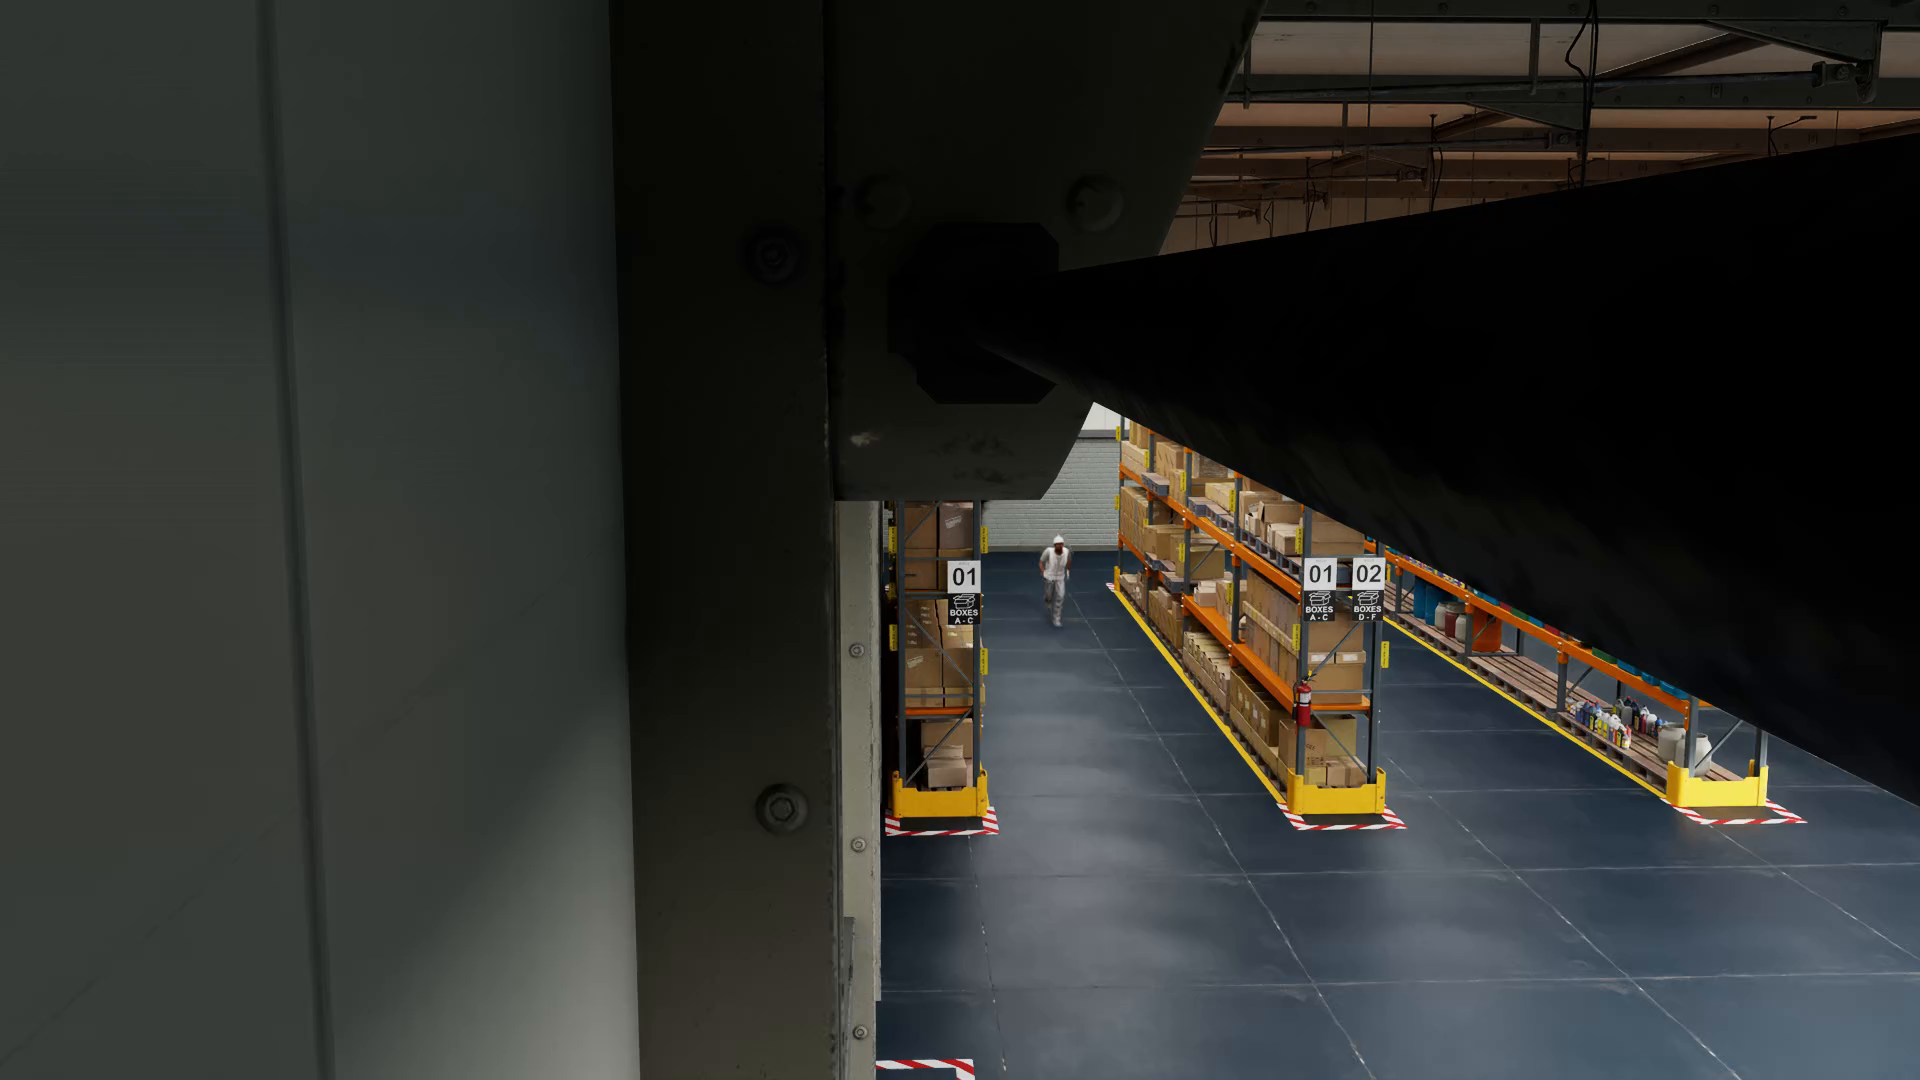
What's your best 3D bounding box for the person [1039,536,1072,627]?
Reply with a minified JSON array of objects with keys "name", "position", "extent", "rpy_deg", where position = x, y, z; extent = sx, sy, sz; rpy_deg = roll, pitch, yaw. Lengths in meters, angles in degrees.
[{"name":"person","position":[1.869,0.775,32.770],"extent":[0.681,1.769,1.011],"rpy_deg":[-1,8,-9]}]
